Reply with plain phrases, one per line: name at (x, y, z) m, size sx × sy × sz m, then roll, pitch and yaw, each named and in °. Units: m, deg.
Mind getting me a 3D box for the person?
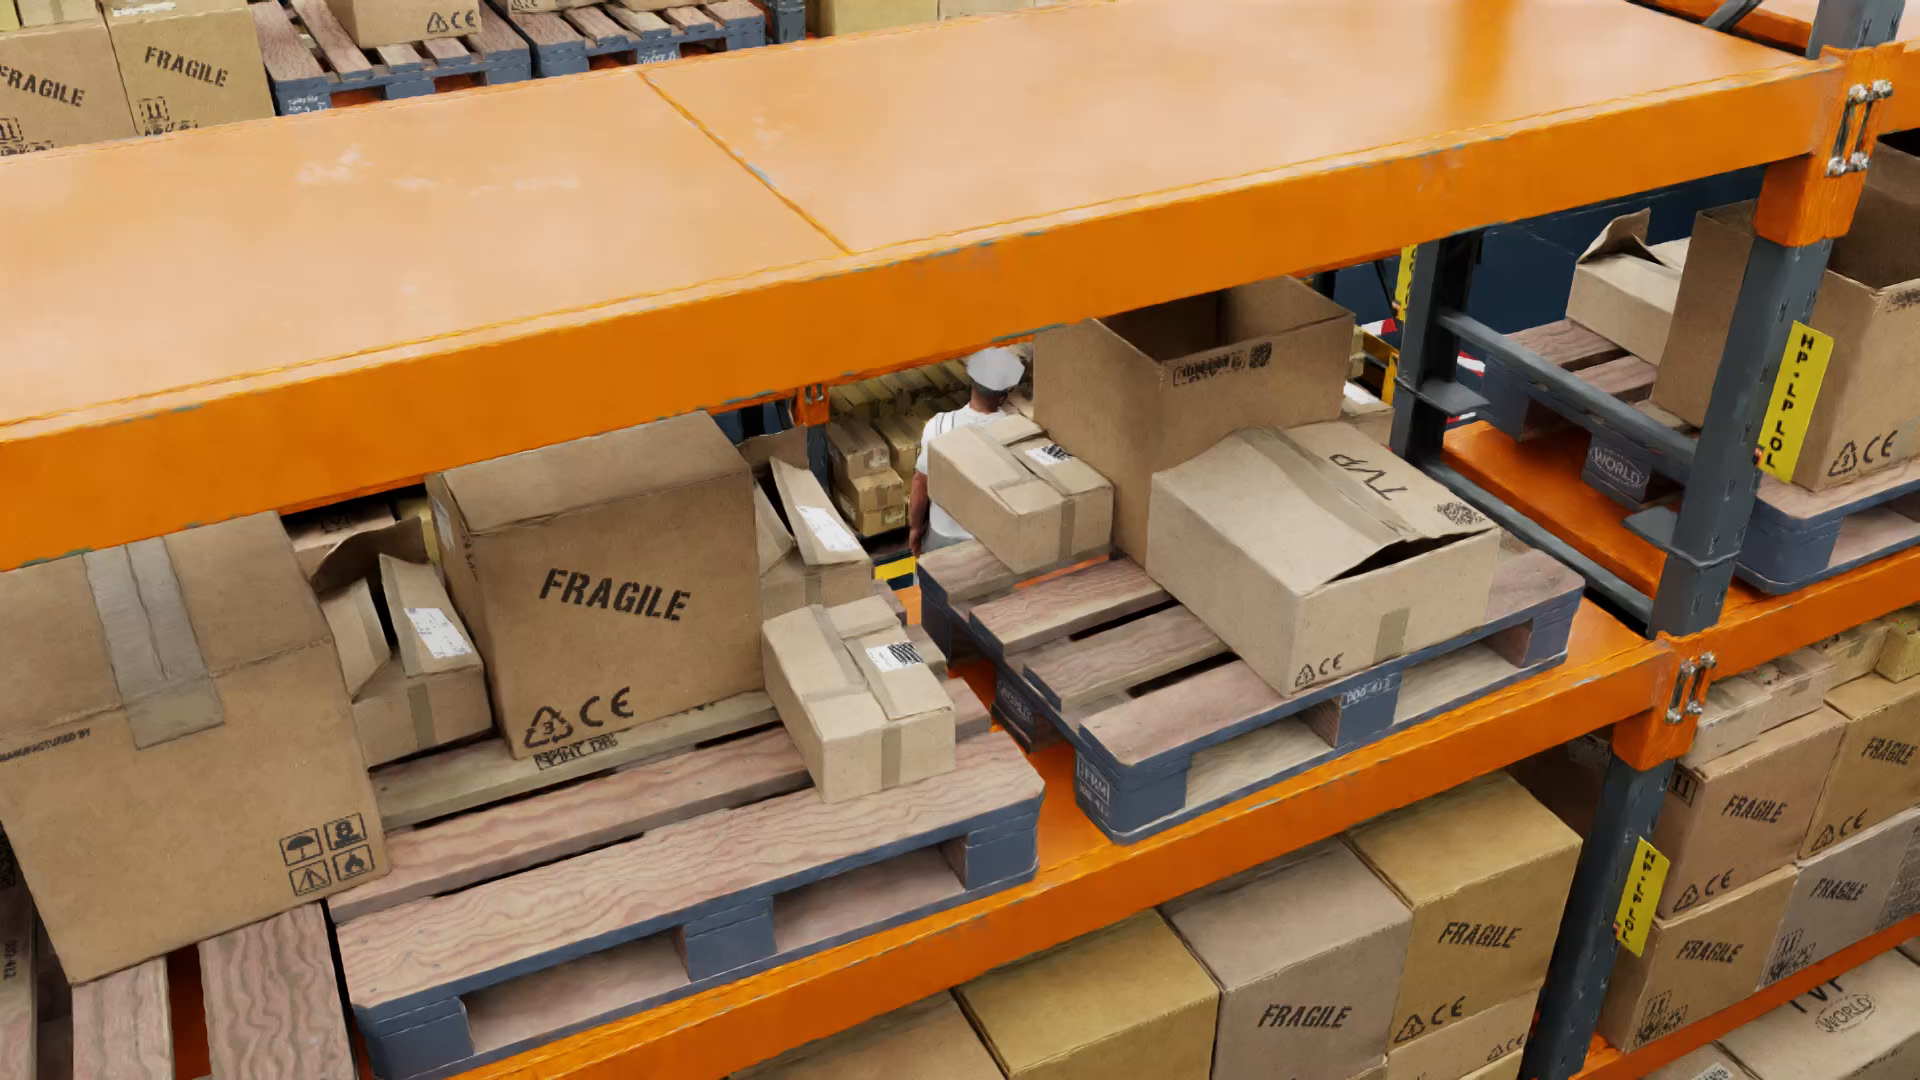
person at (0.018, -0.057, 7.725) m, size 0.646 × 1.790 × 0.447 m, roll -1°, pitch 33°, yaw -2°
